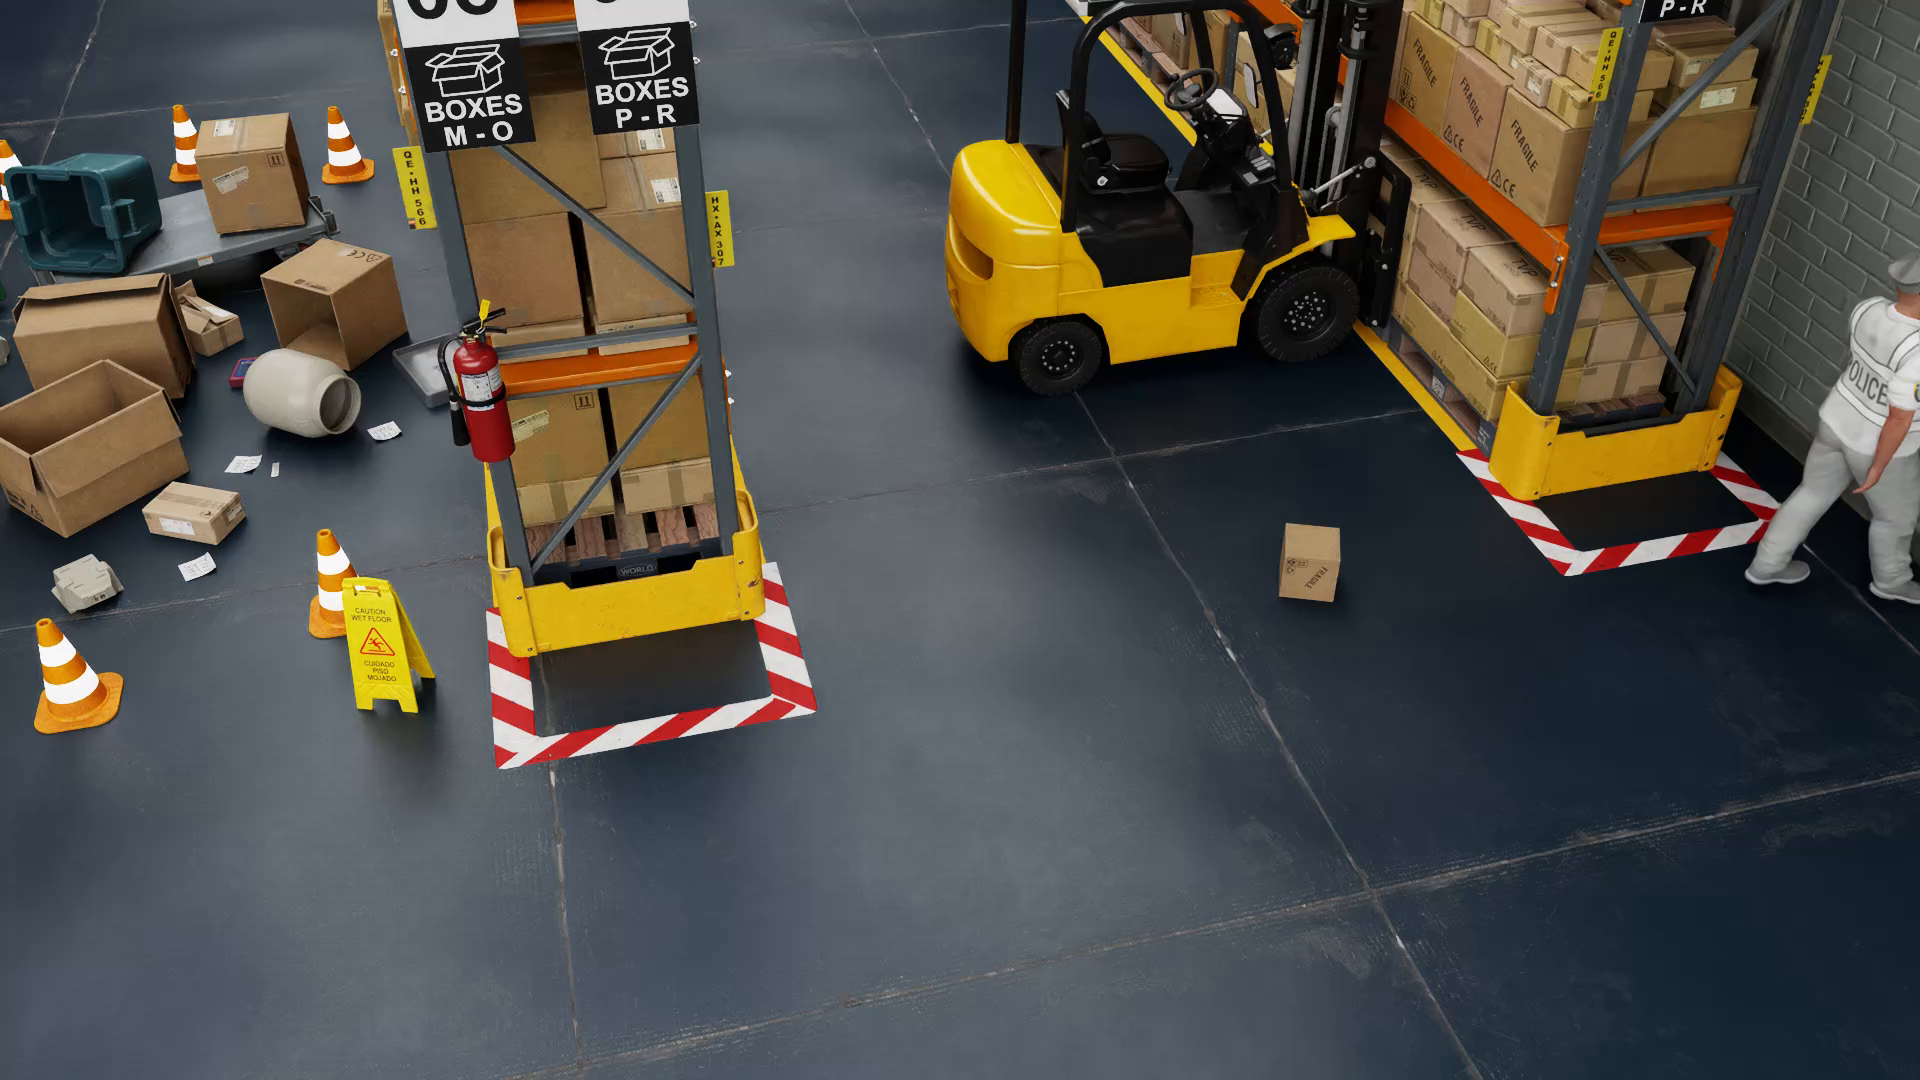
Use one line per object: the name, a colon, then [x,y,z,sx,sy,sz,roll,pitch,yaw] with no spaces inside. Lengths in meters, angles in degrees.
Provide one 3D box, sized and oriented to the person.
person: [4.107,-0.493,7.310,0.824,1.764,0.538,-8,39,-11]
